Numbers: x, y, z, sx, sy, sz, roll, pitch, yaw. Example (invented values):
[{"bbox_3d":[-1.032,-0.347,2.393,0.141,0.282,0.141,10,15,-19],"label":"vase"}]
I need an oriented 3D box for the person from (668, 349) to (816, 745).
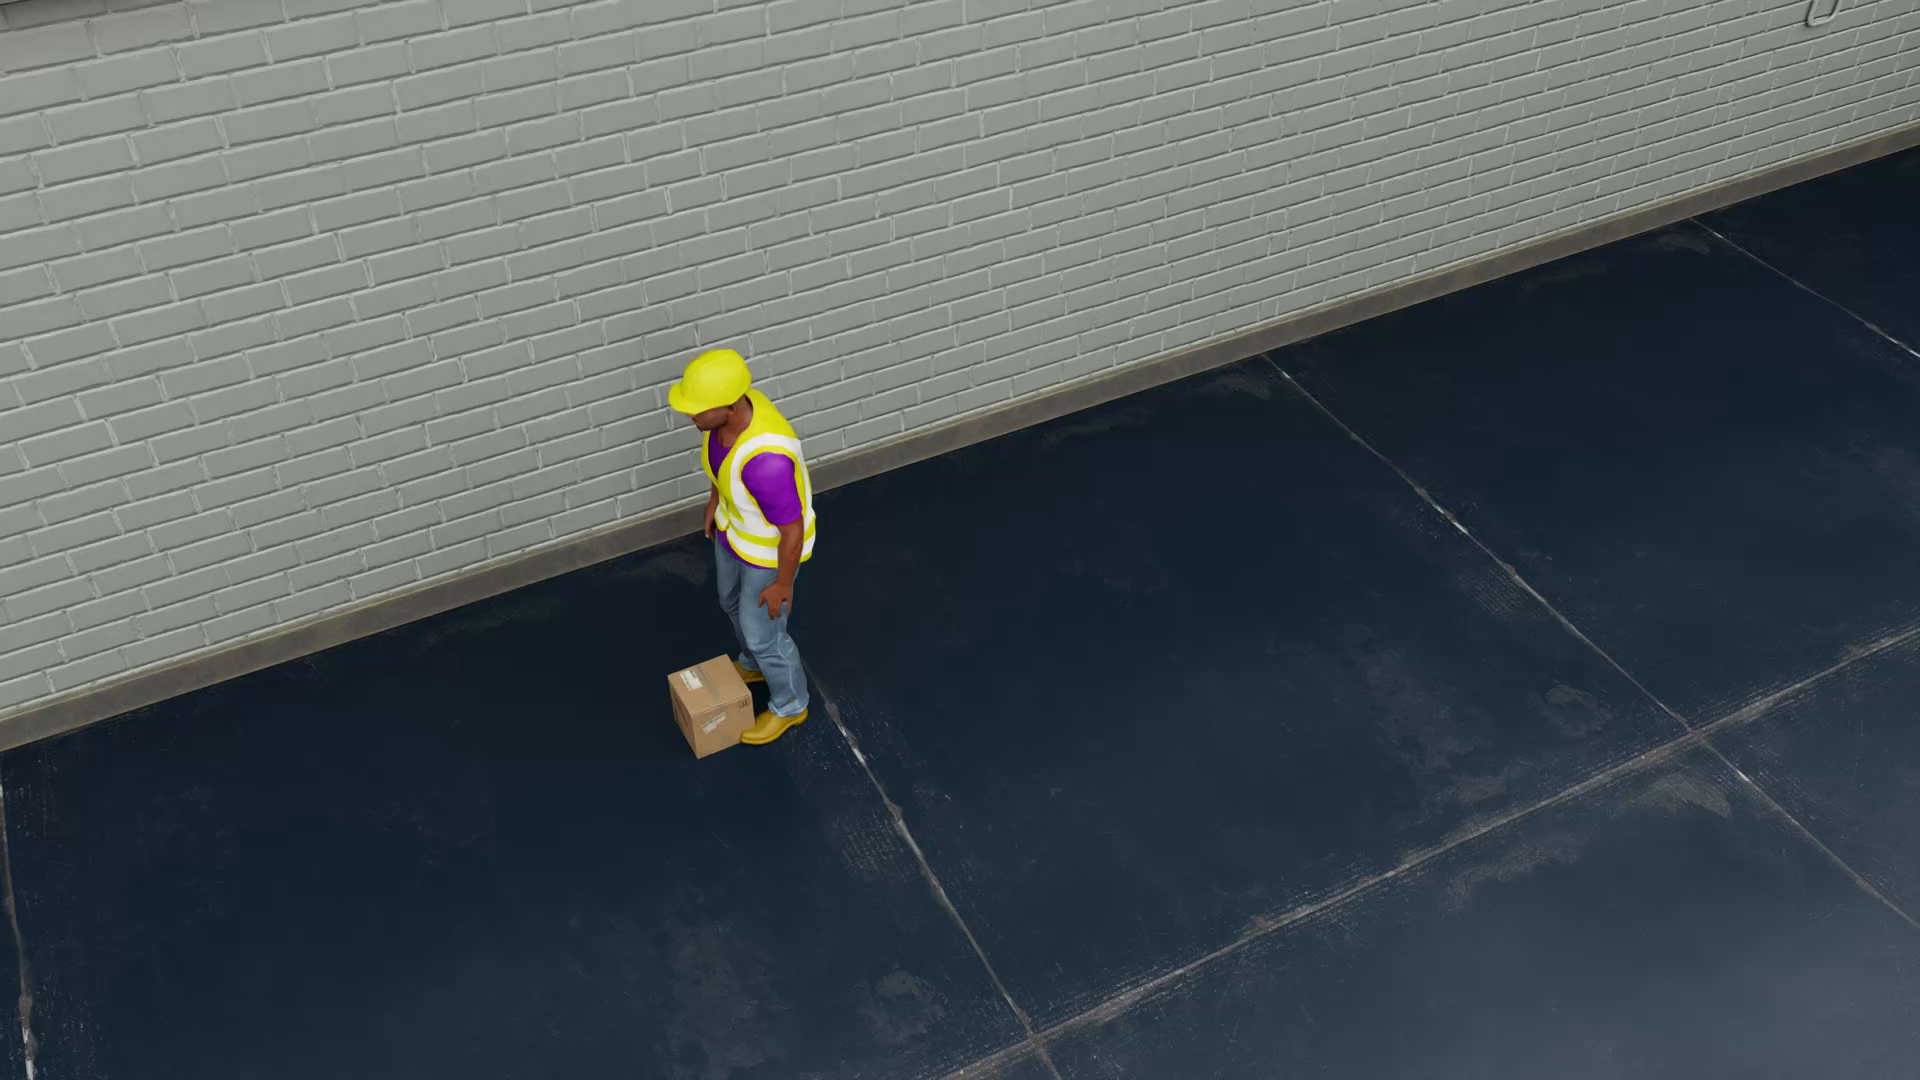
[{"bbox_3d":[-0.778,0.011,6.133,0.461,1.759,0.621,-21,45,-22],"label":"person"}]
